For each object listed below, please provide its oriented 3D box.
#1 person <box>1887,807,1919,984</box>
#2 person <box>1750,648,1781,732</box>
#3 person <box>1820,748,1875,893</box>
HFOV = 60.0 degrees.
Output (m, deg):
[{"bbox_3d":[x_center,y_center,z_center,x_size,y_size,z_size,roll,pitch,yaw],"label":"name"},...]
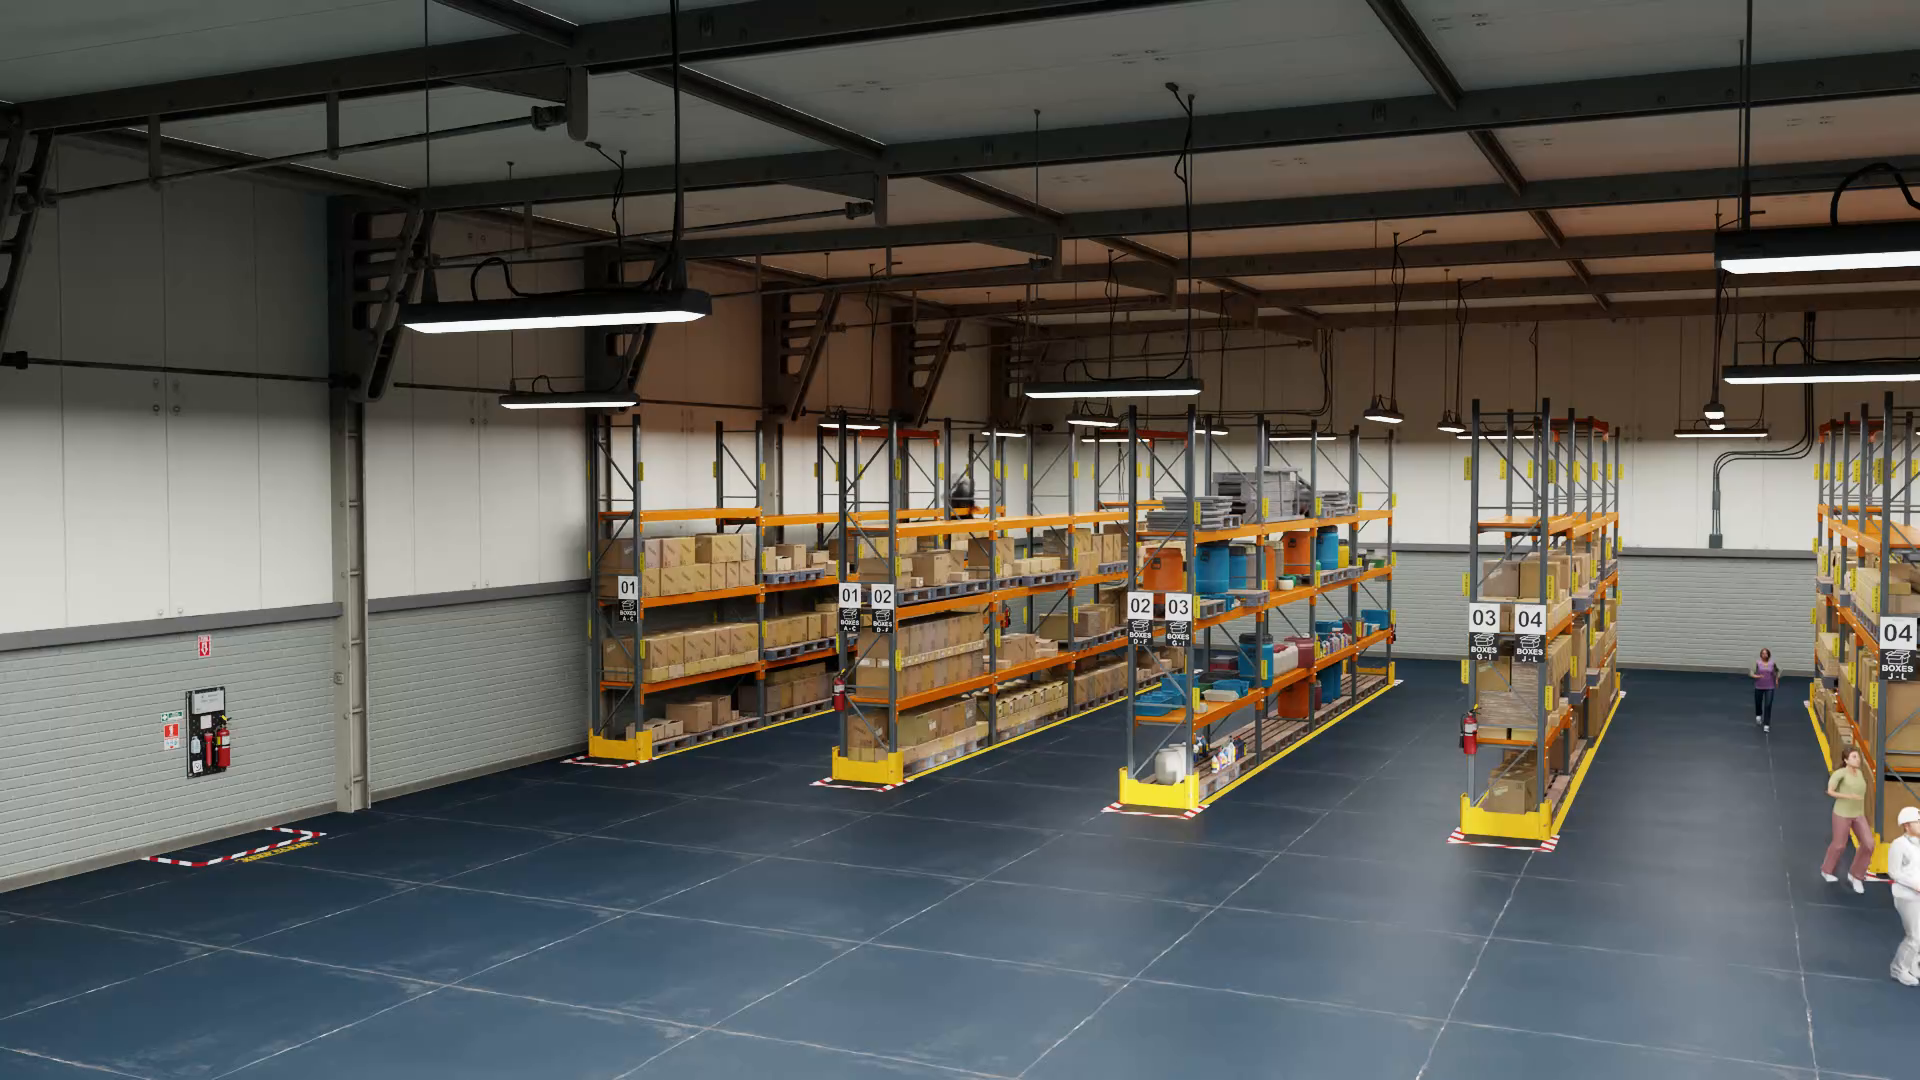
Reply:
[{"bbox_3d":[9.342,3.466,16.178,0.672,1.731,0.552,-1,3,-23],"label":"person"},{"bbox_3d":[15.547,2.874,32.121,0.546,1.574,0.874,1,3,25],"label":"person"},{"bbox_3d":[10.676,3.330,19.977,0.575,1.678,0.633,0,2,-9],"label":"person"}]
